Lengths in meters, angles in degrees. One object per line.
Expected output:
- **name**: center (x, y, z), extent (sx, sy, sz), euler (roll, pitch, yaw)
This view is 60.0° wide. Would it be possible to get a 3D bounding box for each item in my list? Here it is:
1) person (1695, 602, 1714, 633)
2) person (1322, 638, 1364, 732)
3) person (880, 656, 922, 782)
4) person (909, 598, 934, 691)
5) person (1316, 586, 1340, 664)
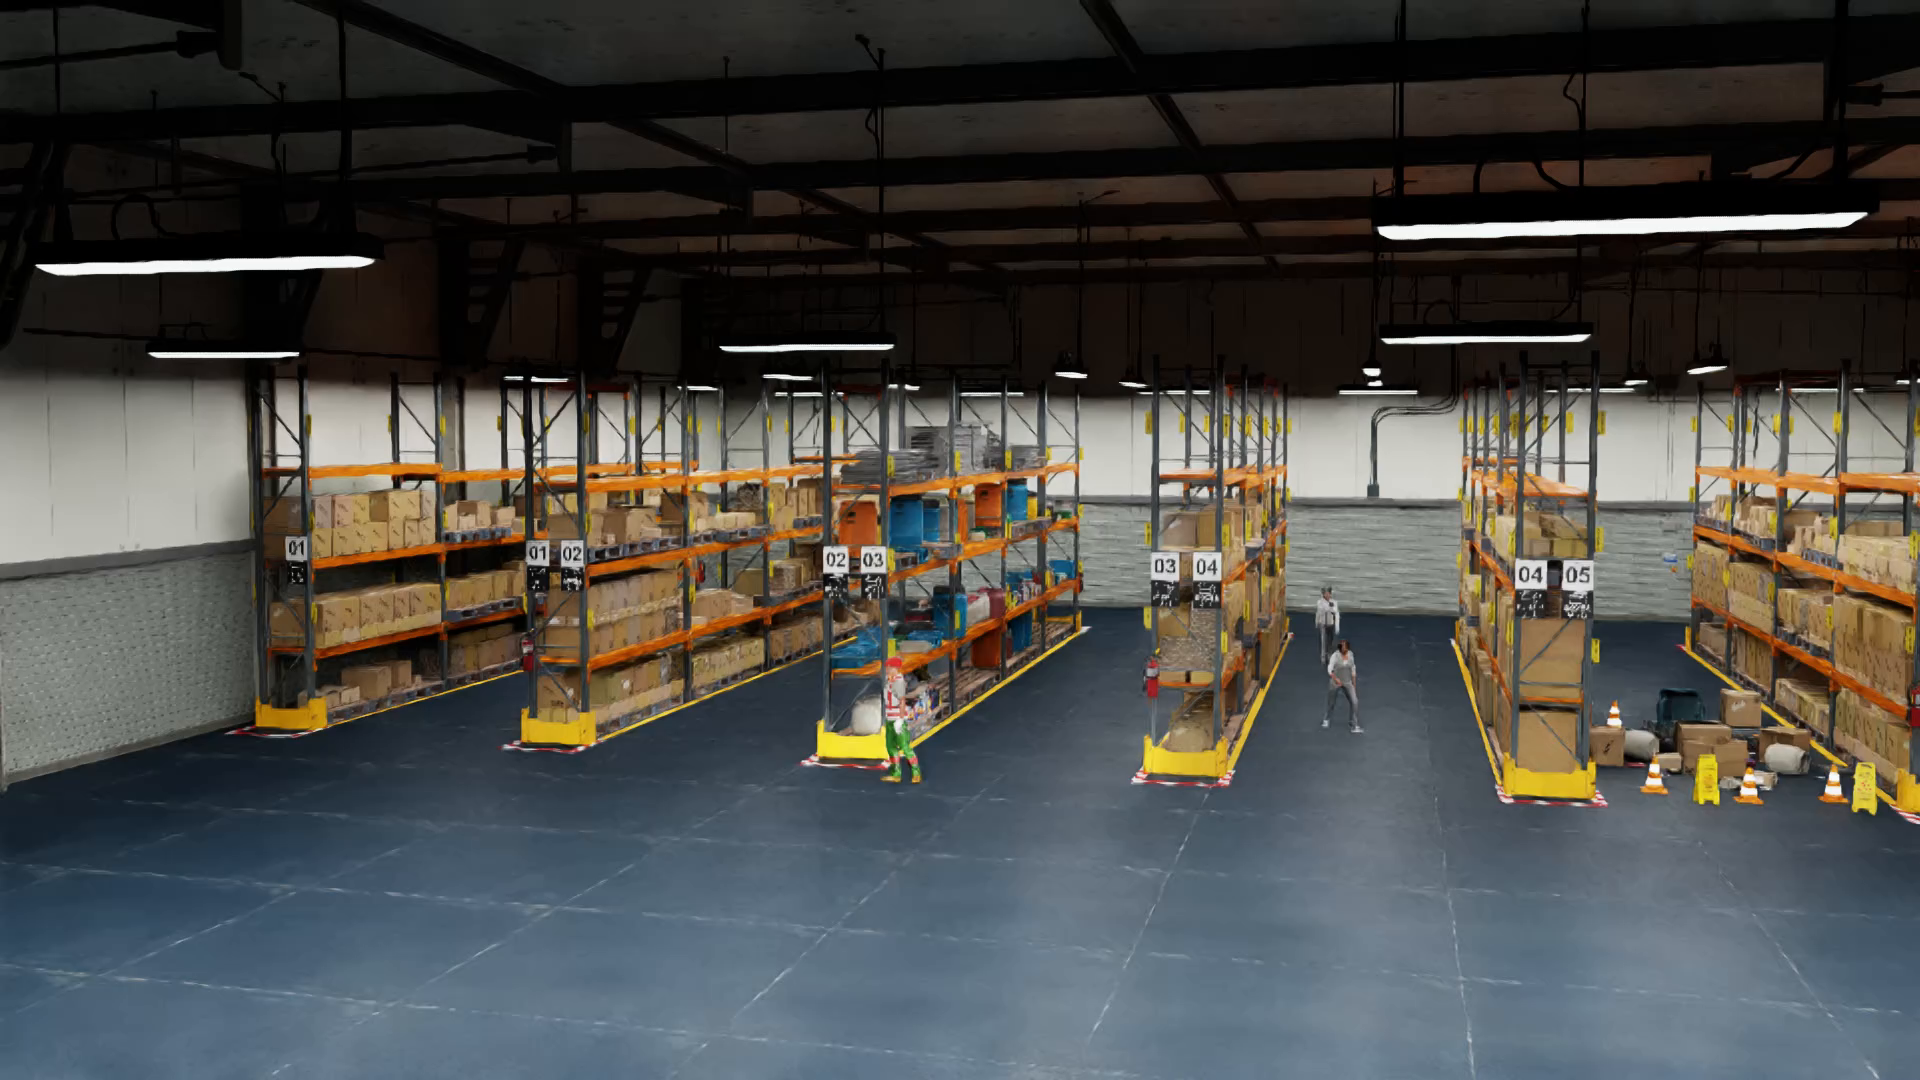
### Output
- **person**: center (17.101, 1.549, 38.194), extent (0.683, 1.645, 0.488), euler (-1, 4, -13)
- **person**: center (6.250, 2.352, 27.241), extent (0.561, 1.516, 0.788), euler (0, 4, -3)
- **person**: center (-0.832, 2.511, 23.370), extent (0.553, 1.781, 0.647), euler (-1, 4, -15)
- **person**: center (-0.720, 1.963, 31.064), extent (0.591, 1.777, 0.641), euler (2, 4, 25)
- **person**: center (7.735, 1.771, 34.968), extent (0.502, 1.624, 0.988), euler (1, 4, 13)
